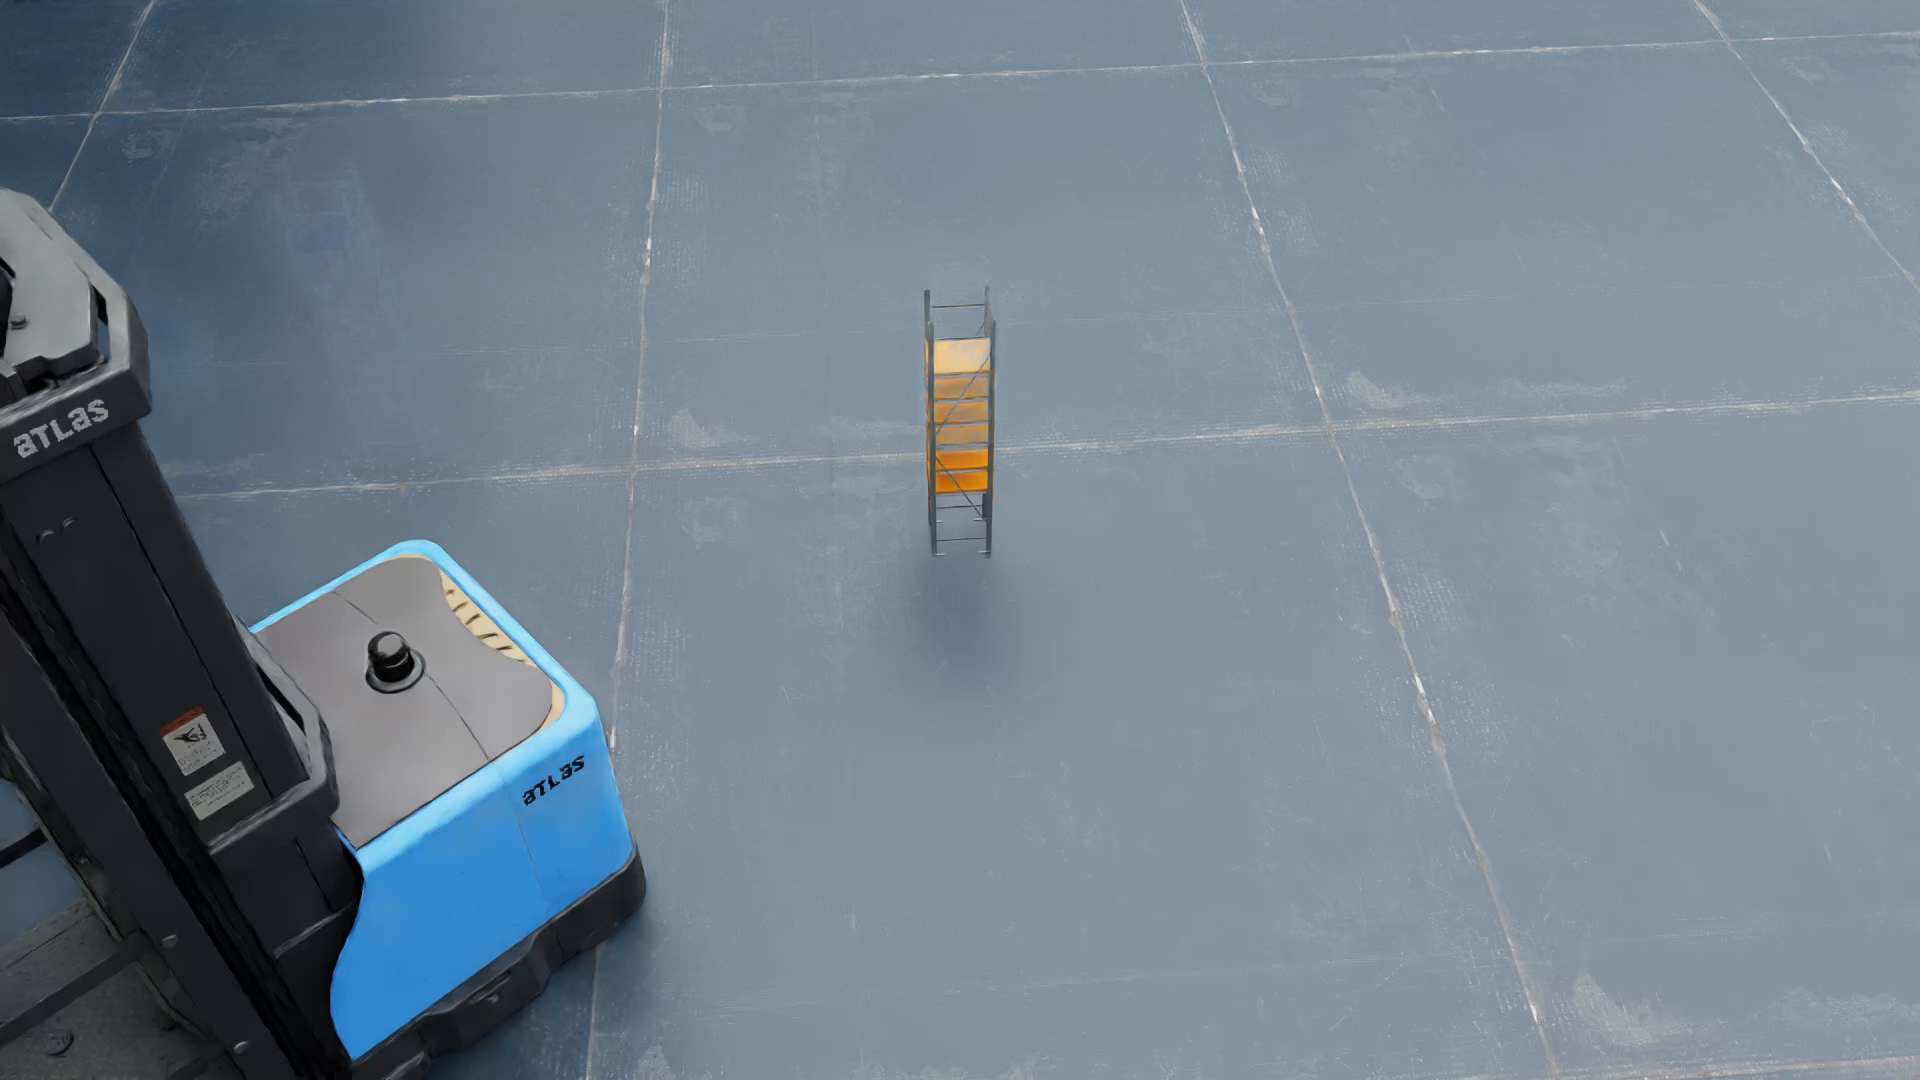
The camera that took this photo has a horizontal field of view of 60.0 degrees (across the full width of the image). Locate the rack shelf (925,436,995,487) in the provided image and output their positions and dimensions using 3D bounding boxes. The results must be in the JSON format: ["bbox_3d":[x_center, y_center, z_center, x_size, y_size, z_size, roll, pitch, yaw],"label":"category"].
[{"bbox_3d":[-0.001,-0.310,6.444,0.258,0.103,0.180,-3,47,-3],"label":"rack shelf"}]

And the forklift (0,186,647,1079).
[{"bbox_3d":[-2.459,0.694,4.074,3.031,2.935,1.130,-35,56,-28],"label":"forklift"}]

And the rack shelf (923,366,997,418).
[{"bbox_3d":[-0.001,-0.558,6.182,0.258,0.103,0.180,-3,47,-3],"label":"rack shelf"}]

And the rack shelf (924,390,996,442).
[{"bbox_3d":[-0.001,-0.475,6.269,0.258,0.103,0.180,-3,47,-3],"label":"rack shelf"}]

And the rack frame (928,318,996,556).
[{"bbox_3d":[0.006,-0.357,6.262,0.240,1.200,0.006,-3,47,-3],"label":"rack frame"}]

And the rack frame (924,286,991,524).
[{"bbox_3d":[-0.009,-0.489,6.387,0.240,1.200,0.006,-3,47,-3],"label":"rack frame"}]

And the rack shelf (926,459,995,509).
[{"bbox_3d":[-0.001,-0.227,6.531,0.258,0.103,0.180,-3,47,-3],"label":"rack shelf"}]

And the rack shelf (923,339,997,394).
[{"bbox_3d":[-0.001,-0.640,6.095,0.258,0.103,0.180,-3,47,-3],"label":"rack shelf"}]

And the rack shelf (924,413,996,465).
[{"bbox_3d":[-0.001,-0.392,6.357,0.258,0.103,0.180,-3,47,-3],"label":"rack shelf"}]

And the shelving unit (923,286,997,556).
[{"bbox_3d":[-0.001,-0.423,6.324,0.258,1.200,0.189,-3,47,-3],"label":"shelving unit"}]
